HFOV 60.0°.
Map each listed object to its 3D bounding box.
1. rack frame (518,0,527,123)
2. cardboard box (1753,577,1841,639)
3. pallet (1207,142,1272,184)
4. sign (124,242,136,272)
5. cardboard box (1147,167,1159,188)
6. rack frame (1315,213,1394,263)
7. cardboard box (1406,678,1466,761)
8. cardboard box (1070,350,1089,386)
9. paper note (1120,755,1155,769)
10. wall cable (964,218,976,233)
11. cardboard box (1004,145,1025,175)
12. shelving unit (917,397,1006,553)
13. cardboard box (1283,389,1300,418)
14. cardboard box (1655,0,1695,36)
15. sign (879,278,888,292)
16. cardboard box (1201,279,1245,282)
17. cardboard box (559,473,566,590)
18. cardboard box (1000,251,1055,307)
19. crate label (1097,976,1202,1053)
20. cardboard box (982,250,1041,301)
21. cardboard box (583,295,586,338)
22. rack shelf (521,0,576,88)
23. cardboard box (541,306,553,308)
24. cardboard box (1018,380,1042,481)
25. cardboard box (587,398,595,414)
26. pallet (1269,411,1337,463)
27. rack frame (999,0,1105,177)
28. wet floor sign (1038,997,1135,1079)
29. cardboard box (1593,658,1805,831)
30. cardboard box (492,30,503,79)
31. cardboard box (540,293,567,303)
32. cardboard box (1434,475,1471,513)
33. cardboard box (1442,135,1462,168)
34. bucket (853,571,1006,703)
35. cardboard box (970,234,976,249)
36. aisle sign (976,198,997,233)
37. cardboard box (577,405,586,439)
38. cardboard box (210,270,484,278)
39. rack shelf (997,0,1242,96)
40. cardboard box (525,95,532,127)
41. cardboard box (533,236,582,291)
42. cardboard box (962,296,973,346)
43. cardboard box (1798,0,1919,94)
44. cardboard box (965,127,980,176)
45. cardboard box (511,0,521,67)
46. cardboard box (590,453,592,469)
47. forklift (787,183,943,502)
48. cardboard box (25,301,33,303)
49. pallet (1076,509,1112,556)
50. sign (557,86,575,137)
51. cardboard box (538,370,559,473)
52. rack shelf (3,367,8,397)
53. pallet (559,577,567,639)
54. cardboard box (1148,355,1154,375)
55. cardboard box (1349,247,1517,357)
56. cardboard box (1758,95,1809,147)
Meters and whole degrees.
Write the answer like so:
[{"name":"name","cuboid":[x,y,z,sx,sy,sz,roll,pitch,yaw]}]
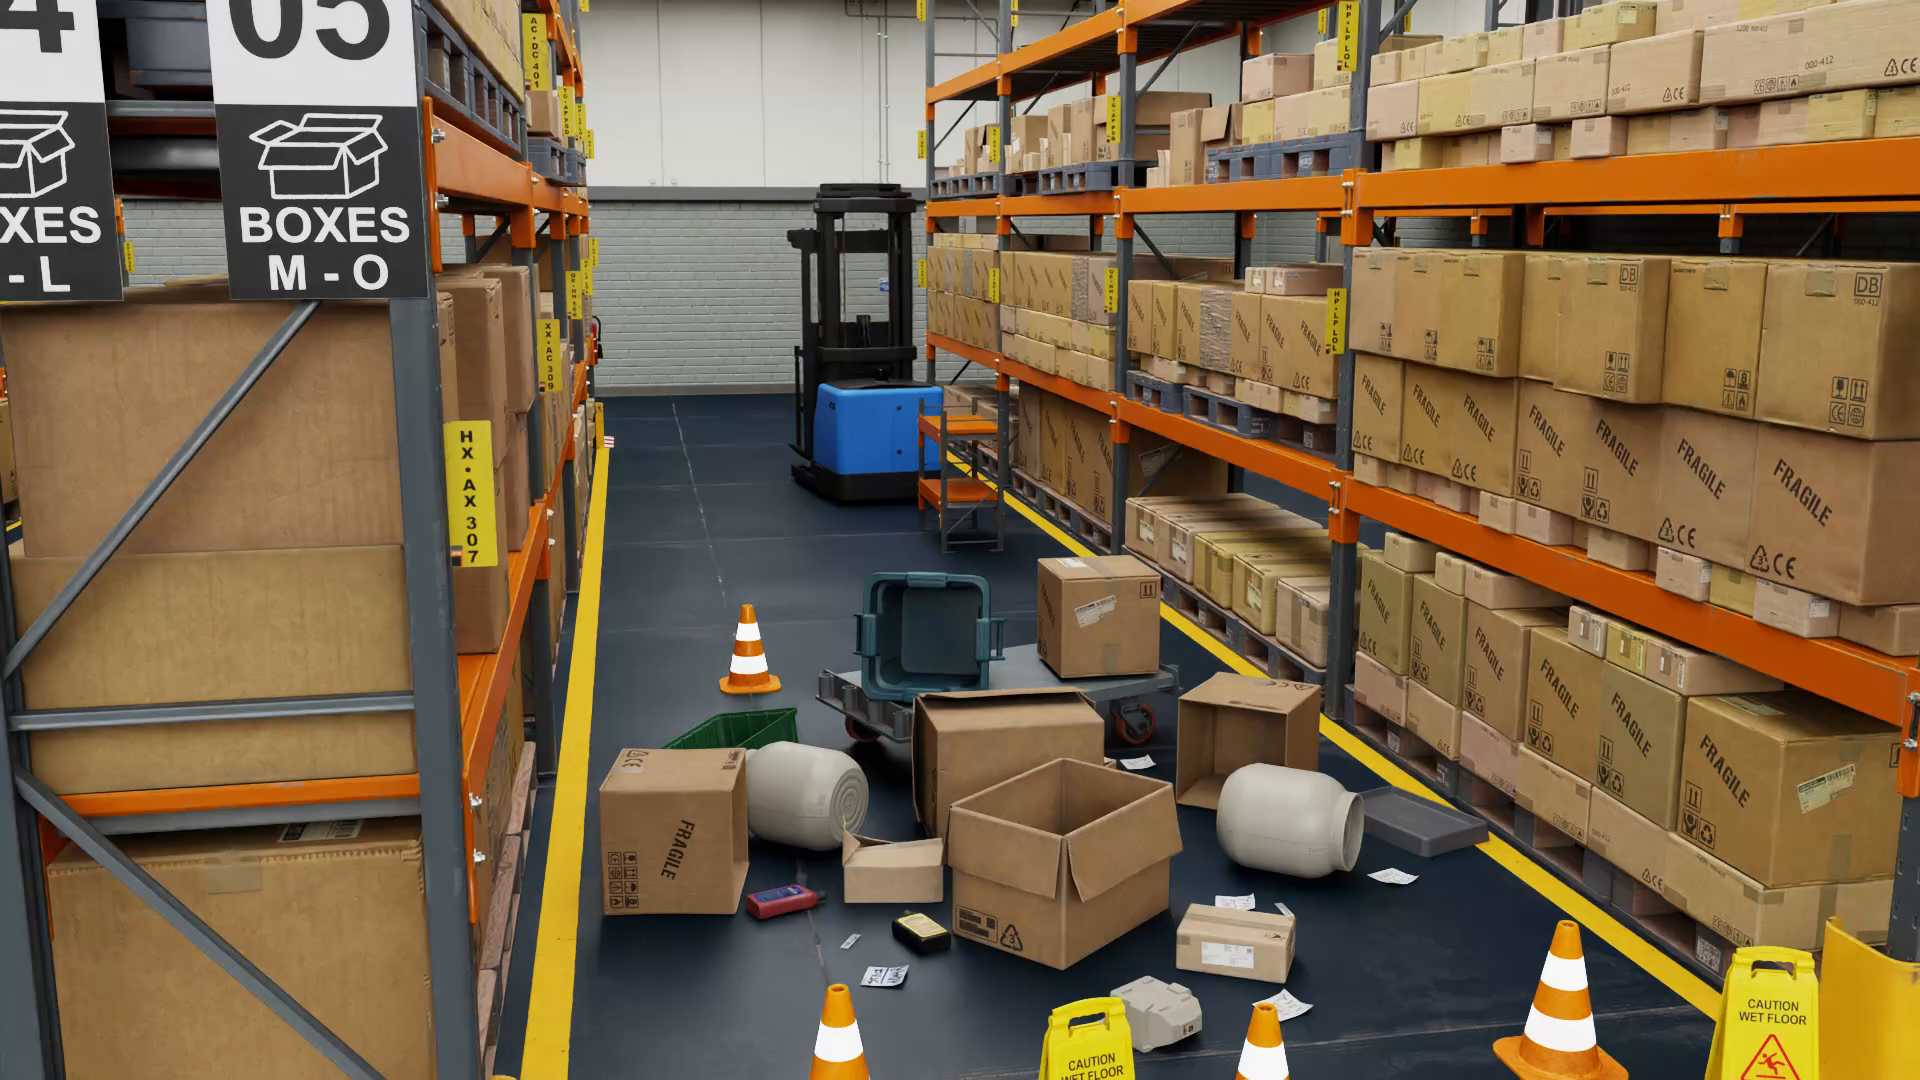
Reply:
[{"name":"rack frame","cuboid":[-2.406,-3.298,6.959,1.000,3.000,0.127,-2,11,-11]},{"name":"cardboard box","cuboid":[2.768,0.204,5.275,0.380,0.149,0.250,-2,11,-12]},{"name":"pallet","cuboid":[2.210,-2.238,9.915,1.213,0.211,1.003,-2,11,-11]},{"name":"sign","cuboid":[-9.089,-3.093,18.193,0.100,0.325,0.005,-2,11,-11]},{"name":"cardboard box","cuboid":[1.547,-2.570,11.825,0.380,0.149,0.250,-2,11,-11]},{"name":"rack frame","cuboid":[4.965,-2.932,21.079,1.000,3.000,0.127,-2,11,-11]},{"name":"cardboard box","cuboid":[2.395,0.810,7.649,0.500,0.250,0.500,-1,11,-8]},{"name":"cardboard box","cuboid":[1.185,-1.386,13.359,0.500,0.250,0.500,-2,11,-10]},{"name":"paper note","cuboid":[0.860,1.068,8.004,0.148,0.019,0.142,-2,11,-11]},{"name":"wall cable","cuboid":[0.366,-4.337,25.743,0.588,1.984,0.122,-2,11,-11]},{"name":"cardboard box","cuboid":[0.628,-3.527,15.416,0.396,0.266,0.258,-2,11,-12]},{"name":"shelving unit","cuboid":[-0.001,-0.554,13.598,0.538,1.125,1.048,-2,11,-11]},{"name":"cardboard box","cuboid":[2.025,-0.766,9.248,0.380,0.149,0.250,-2,11,-13]},{"name":"cardboard box","cuboid":[2.708,-1.847,5.894,0.380,0.149,0.250,-2,11,-13]},{"name":"sign","cuboid":[-1.082,-3.926,25.580,0.327,0.218,0.001,-2,11,-11]},{"name":"cardboard box","cuboid":[2.013,-1.612,11.957,0.500,0.500,0.500,-2,11,-13]},{"name":"cardboard box","cuboid":[-3.153,-0.071,10.942,1.050,0.750,0.750,-2,11,-12]},{"name":"cardboard box","cuboid":[0.678,-2.466,15.691,0.500,0.500,0.500,-2,11,-10]},{"name":"crate label","cuboid":[0.623,1.519,5.351,0.250,0.136,0.298,-9,14,-40]},{"name":"cardboard box","cuboid":[0.512,-2.634,16.571,0.500,0.500,0.500,-2,11,-11]},{"name":"cardboard box","cuboid":[-3.914,-2.204,16.193,0.500,0.500,0.500,-2,11,-11]},{"name":"rack shelf","cuboid":[-3.572,-3.849,12.846,1.077,0.370,4.000,-2,11,-11]},{"name":"cardboard box","cuboid":[-3.182,-1.646,12.281,0.380,0.149,0.250,-2,11,-11]},{"name":"cardboard box","cuboid":[1.073,-1.069,15.850,0.875,0.875,0.875,-2,11,-9]},{"name":"cardboard box","cuboid":[-4.220,-1.471,18.315,0.380,0.149,0.250,-2,11,-12]},{"name":"pallet","cuboid":[2.424,-0.601,9.346,1.003,0.211,1.213,-2,11,-11]},{"name":"rack frame","cuboid":[0.874,-4.964,15.711,1.000,3.000,0.127,-2,11,-11]},{"name":"wet floor sign","cuboid":[0.320,1.472,4.236,0.267,0.644,0.232,-4,12,-21]},{"name":"cardboard box","cuboid":[2.692,0.727,6.081,0.500,0.500,0.500,-2,11,-9]},{"name":"cardboard box","cuboid":[-1.772,-1.668,5.698,0.380,0.149,0.250,-2,11,-12]},{"name":"cardboard box","cuboid":[-3.639,-2.078,14.549,0.380,0.149,0.250,-2,11,-13]},{"name":"cardboard box","cuboid":[2.372,-0.218,7.494,0.380,0.149,0.250,-2,11,-9]},{"name":"cardboard box","cuboid":[2.403,-1.742,7.479,0.380,0.149,0.250,-2,11,-11]},{"name":"bucket","cuboid":[-0.118,0.451,7.994,0.726,0.611,0.620,2,1,9]},{"name":"cardboard box","cuboid":[0.316,-3.158,17.589,0.380,0.149,0.250,-2,11,-12]},{"name":"aisle sign","cuboid":[0.386,-4.052,20.012,0.394,0.787,0.004,-2,11,-11]},{"name":"cardboard box","cuboid":[-3.569,-1.038,14.684,0.500,0.250,0.500,-2,11,-13]},{"name":"cardboard box","cuboid":[-2.176,-0.686,5.989,0.875,0.550,0.550,-2,11,-11]},{"name":"rack shelf","cuboid":[1.263,-4.048,13.889,1.077,0.370,4.000,-2,11,-11]},{"name":"cardboard box","cuboid":[-2.423,-2.223,8.615,0.380,0.149,0.250,-2,11,-11]},{"name":"cardboard box","cuboid":[-3.810,-2.597,15.580,0.500,0.500,0.500,-2,11,-10]},{"name":"cardboard box","cuboid":[0.316,-2.328,17.637,0.500,0.500,0.500,-2,11,-12]},{"name":"cardboard box","cuboid":[2.844,-1.446,4.856,0.500,0.250,0.500,-2,11,-12]},{"name":"cardboard box","cuboid":[0.341,-4.154,17.817,0.500,0.500,0.500,-2,11,-10]},{"name":"cardboard box","cuboid":[-2.058,-2.072,6.752,0.500,0.250,0.500,-2,11,-12]},{"name":"cardboard box","cuboid":[-3.769,-0.752,16.125,0.380,0.149,0.250,-2,11,-9]},{"name":"forklift","cuboid":[-1.075,-2.025,16.495,1.130,2.935,3.031,-3,11,-18]},{"name":"cardboard box","cuboid":[-8.777,-2.285,15.281,0.500,0.500,0.500,-2,11,-11]},{"name":"pallet","cuboid":[1.573,-0.061,13.453,1.003,0.211,1.213,-2,11,-11]},{"name":"sign","cuboid":[-2.637,-2.870,11.137,0.100,0.325,0.005,-2,11,-11]},{"name":"cardboard box","cuboid":[-2.343,-0.599,8.555,0.500,0.500,0.500,-2,11,-11]},{"name":"rack shelf","cuboid":[-9.235,-1.670,16.373,1.077,0.370,4.000,-2,11,-11]},{"name":"pallet","cuboid":[-3.104,0.432,10.861,1.003,0.211,1.213,-2,11,-11]},{"name":"cardboard box","cuboid":[1.555,-1.247,11.775,0.380,0.149,0.250,-3,11,-15]},{"name":"cardboard box","cuboid":[2.303,-1.148,7.967,0.700,0.500,0.500,-2,11,-12]},{"name":"cardboard box","cuboid":[2.766,-1.316,5.239,0.380,0.149,0.250,-2,11,-9]}]
